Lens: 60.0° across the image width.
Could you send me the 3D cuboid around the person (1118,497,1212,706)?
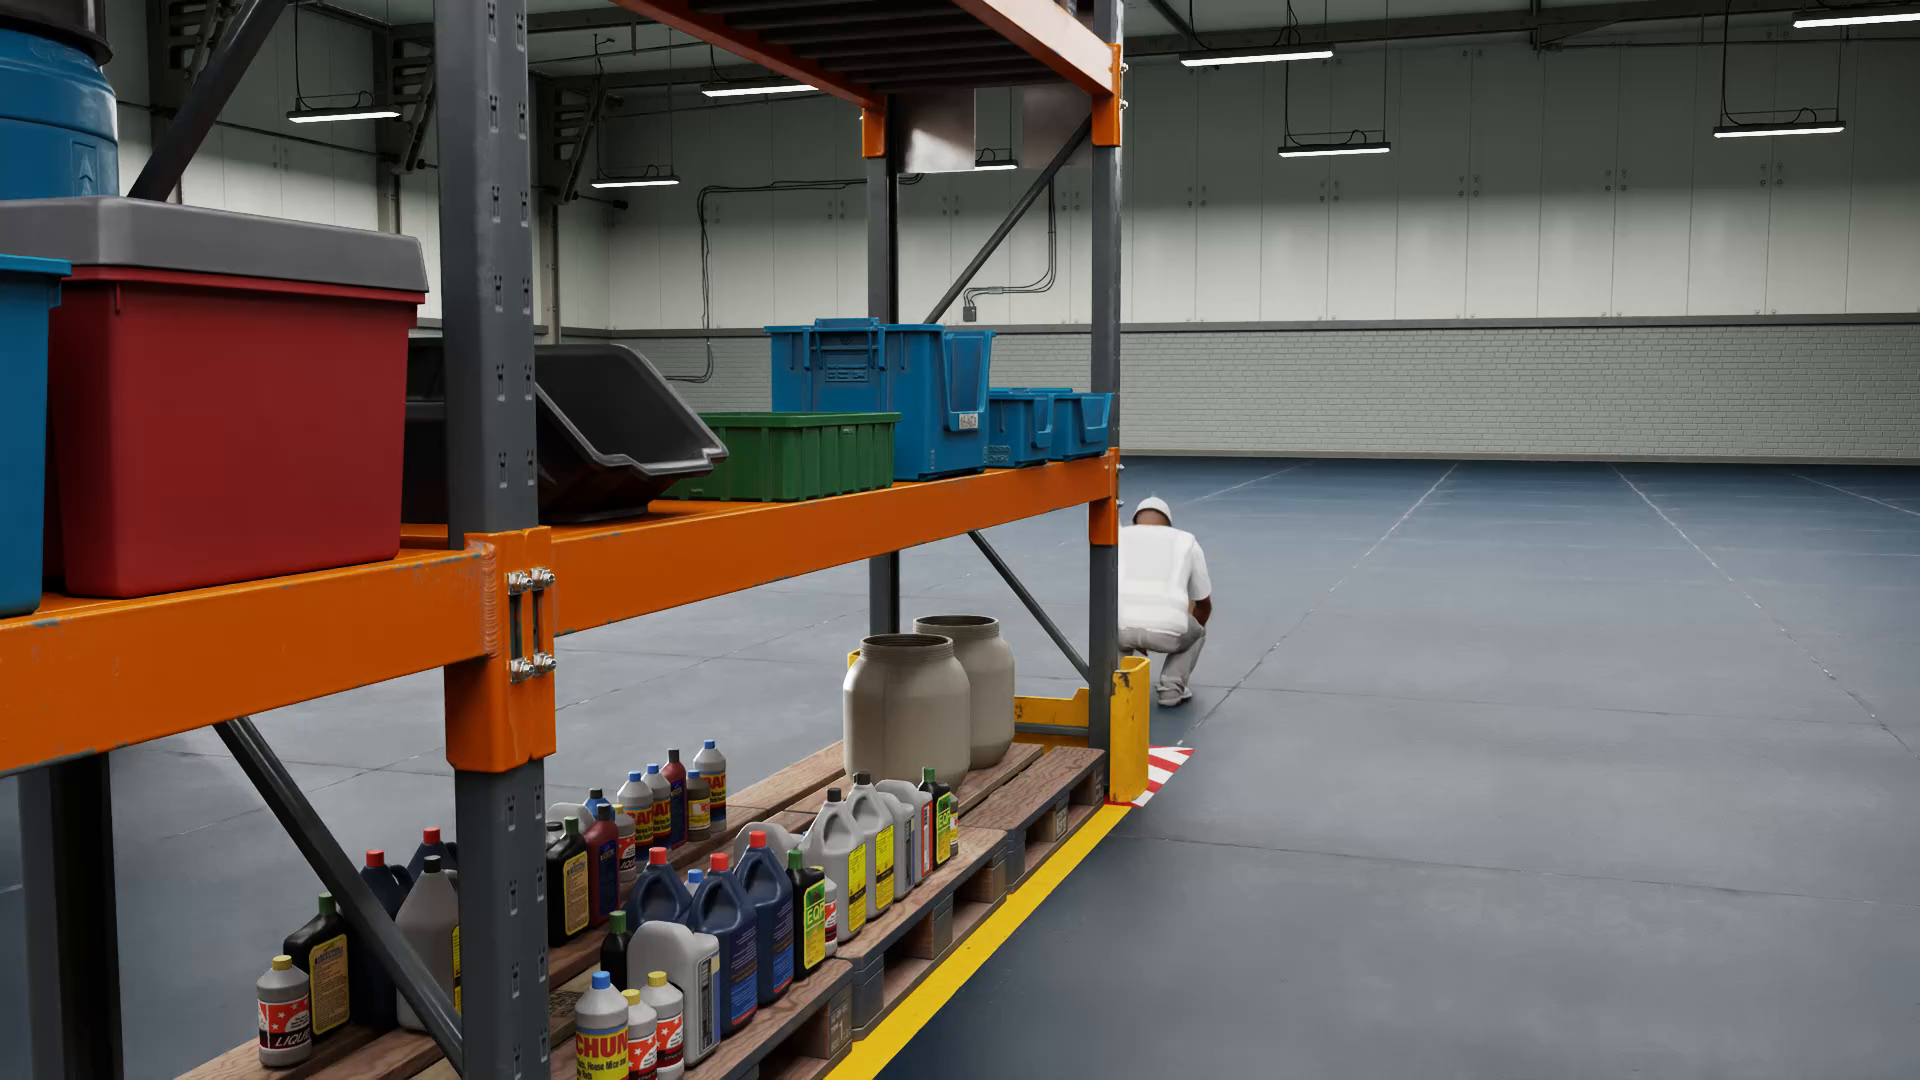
[{"bbox_3d":[0.961,0.296,8.422,0.583,0.998,0.887,2,5,19],"label":"person"}]
